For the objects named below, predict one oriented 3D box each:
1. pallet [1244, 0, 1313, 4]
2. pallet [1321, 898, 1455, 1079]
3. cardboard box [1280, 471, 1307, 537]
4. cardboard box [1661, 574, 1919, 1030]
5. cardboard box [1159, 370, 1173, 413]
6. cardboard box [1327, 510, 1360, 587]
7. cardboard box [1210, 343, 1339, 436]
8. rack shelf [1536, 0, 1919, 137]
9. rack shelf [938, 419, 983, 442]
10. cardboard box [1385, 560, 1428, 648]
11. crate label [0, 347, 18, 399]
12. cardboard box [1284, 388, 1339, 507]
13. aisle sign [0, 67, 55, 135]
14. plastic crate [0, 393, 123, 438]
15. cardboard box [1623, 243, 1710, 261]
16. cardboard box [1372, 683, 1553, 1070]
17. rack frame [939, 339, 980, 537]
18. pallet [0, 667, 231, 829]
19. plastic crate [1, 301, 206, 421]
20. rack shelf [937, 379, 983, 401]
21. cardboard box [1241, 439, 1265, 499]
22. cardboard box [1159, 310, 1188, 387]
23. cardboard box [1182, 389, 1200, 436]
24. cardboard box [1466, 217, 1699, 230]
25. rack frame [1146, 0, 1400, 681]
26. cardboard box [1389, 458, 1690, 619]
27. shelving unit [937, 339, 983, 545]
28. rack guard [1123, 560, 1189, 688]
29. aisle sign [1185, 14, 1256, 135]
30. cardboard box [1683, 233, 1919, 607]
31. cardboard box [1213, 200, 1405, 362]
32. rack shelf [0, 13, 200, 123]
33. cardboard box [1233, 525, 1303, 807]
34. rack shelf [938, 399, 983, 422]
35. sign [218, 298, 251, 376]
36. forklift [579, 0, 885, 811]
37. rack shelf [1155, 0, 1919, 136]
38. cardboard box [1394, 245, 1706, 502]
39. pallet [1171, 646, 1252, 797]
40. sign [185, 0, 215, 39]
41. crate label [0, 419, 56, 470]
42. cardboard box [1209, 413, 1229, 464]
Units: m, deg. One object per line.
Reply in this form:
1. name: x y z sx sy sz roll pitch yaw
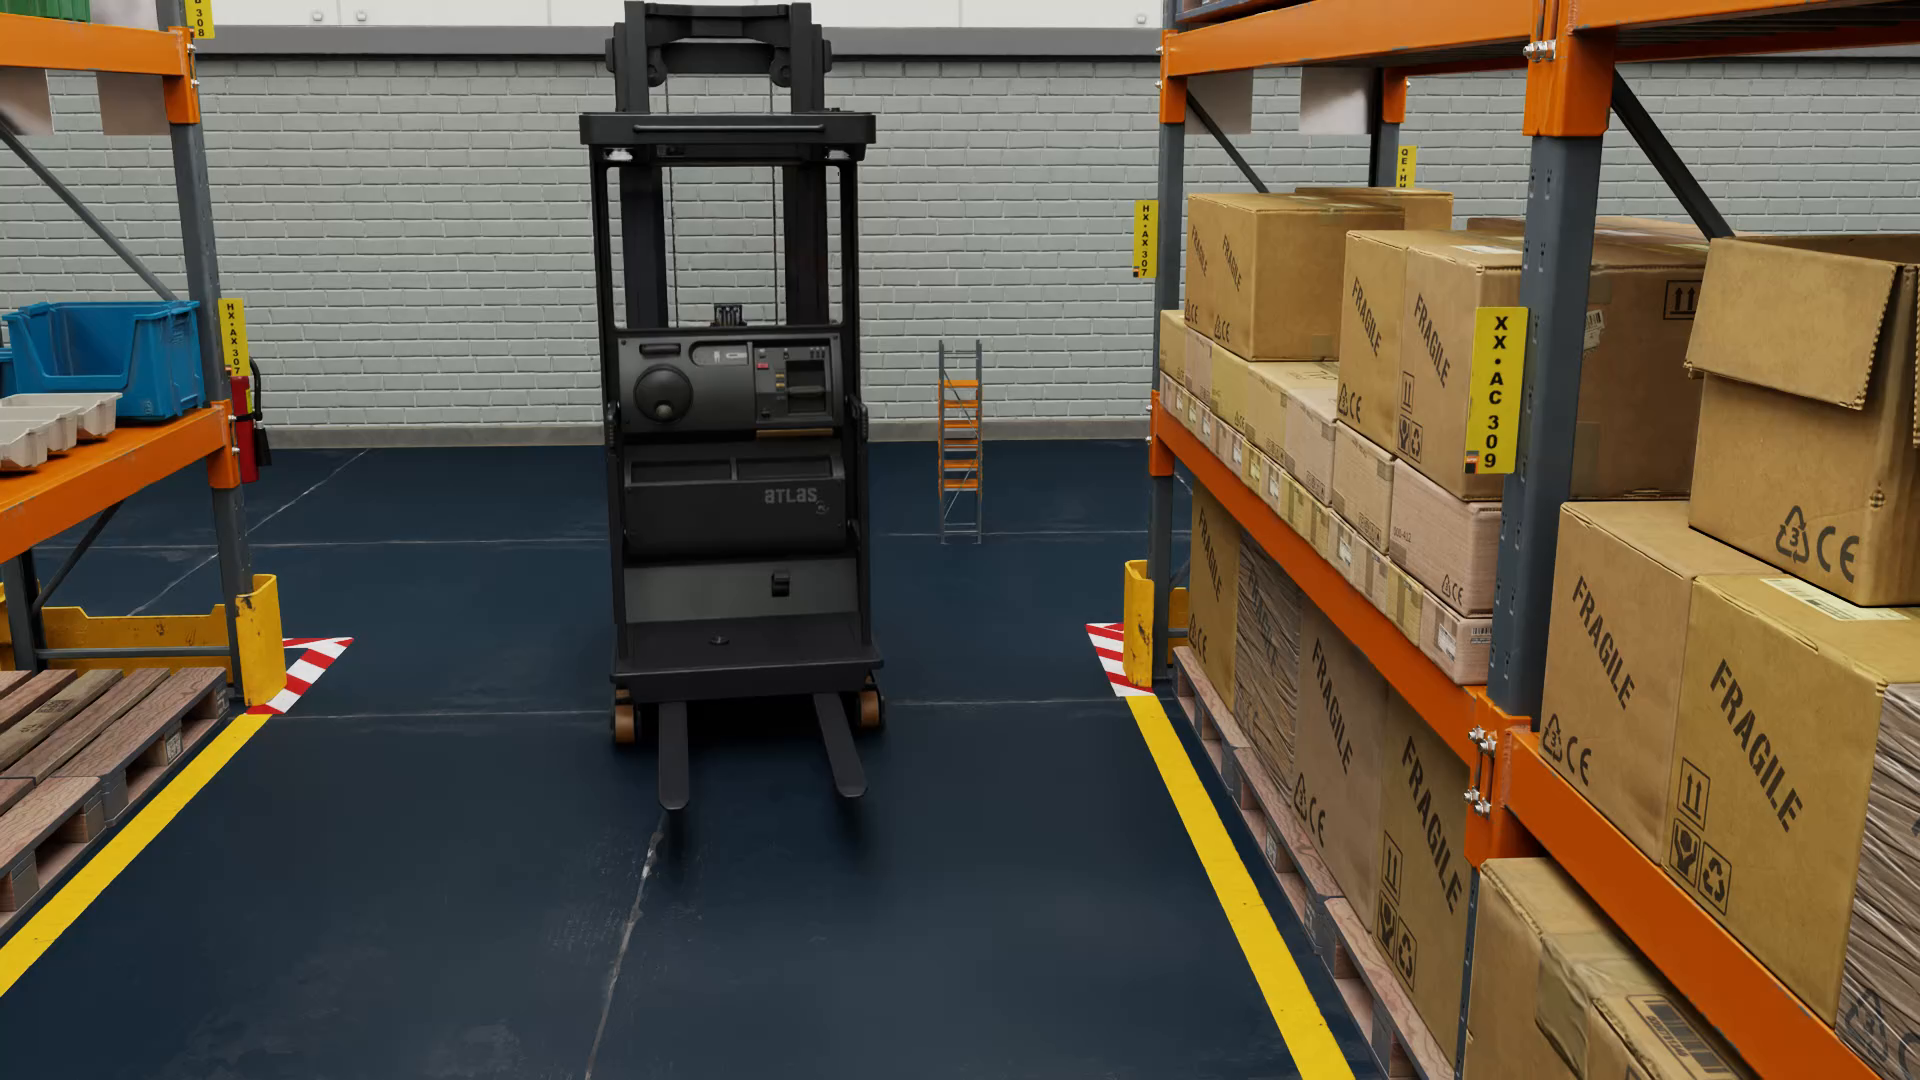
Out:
1. pallet: 1.483 -1.757 4.992 1.003 0.211 1.213 -1 14 -3
2. pallet: 1.626 1.320 4.474 1.003 0.211 1.213 -1 14 -3
3. cardboard box: 1.170 -0.109 4.936 0.380 0.149 0.250 -1 14 -4
4. cardboard box: 1.406 0.354 2.429 0.500 0.500 0.500 -1 14 -3
5. cardboard box: 1.040 -0.620 6.922 0.380 0.149 0.250 -1 14 -3
6. cardboard box: 1.202 0.018 4.439 0.380 0.149 0.250 -1 14 -2
7. cardboard box: 1.174 -0.529 5.767 0.500 0.250 0.500 -1 14 -5
8. rack shelf: 1.719 -0.448 1.170 1.077 0.370 4.000 -1 14 -3
9. rack shelf: 0.001 -0.651 9.844 0.258 0.103 0.180 -1 14 -3
10. cardboard box: 1.233 0.146 3.943 0.380 0.149 0.250 -1 14 -2
11. crate label: -3.909 -0.640 6.711 0.416 0.233 0.303 -1 14 -3
12. cardboard box: 1.240 -0.273 4.773 0.500 0.250 0.500 -1 14 -2
13. aisle sign: -3.897 -2.031 6.684 0.394 0.787 0.004 -1 14 -3
14. plastic crate: -3.365 -0.460 6.204 0.396 0.136 0.243 -1 14 -3
15. cardboard box: 1.821 -0.398 3.754 0.500 0.500 0.500 -1 14 -3
16. cardboard box: 1.634 0.820 4.242 0.875 0.875 0.875 -1 14 -3
17. rack frame: -0.005 -0.600 9.951 0.240 1.200 0.006 -1 14 -3
18. pallet: -3.583 0.797 6.504 1.003 0.211 1.213 -1 14 -3
19. plastic crate: -3.389 -0.725 6.632 0.616 0.435 0.499 -1 14 -3
20. rack shelf: 0.001 -0.883 9.784 0.258 0.103 0.180 -1 14 -3
21. cardboard box: 1.137 -0.238 5.435 0.380 0.149 0.250 -1 14 -5
22. cardboard box: 1.108 -0.783 6.755 0.500 0.250 0.500 -1 14 -5
23. cardboard box: 1.074 -0.493 6.427 0.380 0.149 0.250 -1 14 -5
24. cardboard box: 1.761 -0.650 4.733 0.500 0.500 0.500 -1 14 -5
25. rack frame: 1.348 -0.835 7.254 1.000 3.000 0.127 -1 14 -3
26. cardboard box: 1.306 -0.018 3.780 0.500 0.250 0.500 -1 14 -4
27. shelving unit: 0.001 -0.577 9.863 0.258 1.200 0.189 -1 14 -3
28. rack guard: 1.346 0.369 7.588 1.175 0.500 0.348 -1 14 -3
29. aisle sign: 1.044 -2.108 6.981 0.394 0.787 0.004 -1 14 -3
30. cardboard box: 1.643 -0.216 2.633 0.797 0.503 0.637 -1 14 -5
31. cardboard box: 1.177 -0.893 5.678 0.500 0.500 0.500 -1 14 -5
32. rack shelf: -3.472 -1.366 4.739 1.077 0.370 4.000 -1 14 -3
33. cardboard box: 1.523 0.374 5.973 0.875 0.875 0.875 -1 14 -3
34. rack shelf: 0.001 -0.767 9.814 0.258 0.103 0.180 -1 14 -3
35. sign: -3.048 -0.851 6.985 0.100 0.325 0.005 -1 14 -3
36. forklift: -0.922 -0.682 6.794 1.130 2.935 3.031 -2 15 -10
37. rack shelf: 1.472 -1.442 5.036 1.077 0.370 4.000 -1 14 -3
38. cardboard box: 1.300 -0.385 3.704 0.500 0.500 0.500 0 14 -2
39. pallet: 1.475 0.713 6.833 1.003 0.211 1.213 -1 14 -3
40. sign: -3.048 -2.173 6.644 0.100 0.325 0.005 -1 14 -3
41. crate label: -3.319 -0.319 5.656 0.396 0.136 0.243 -1 14 -3
42. cardboard box: 1.106 -0.365 5.929 0.380 0.149 0.250 -1 14 -5
